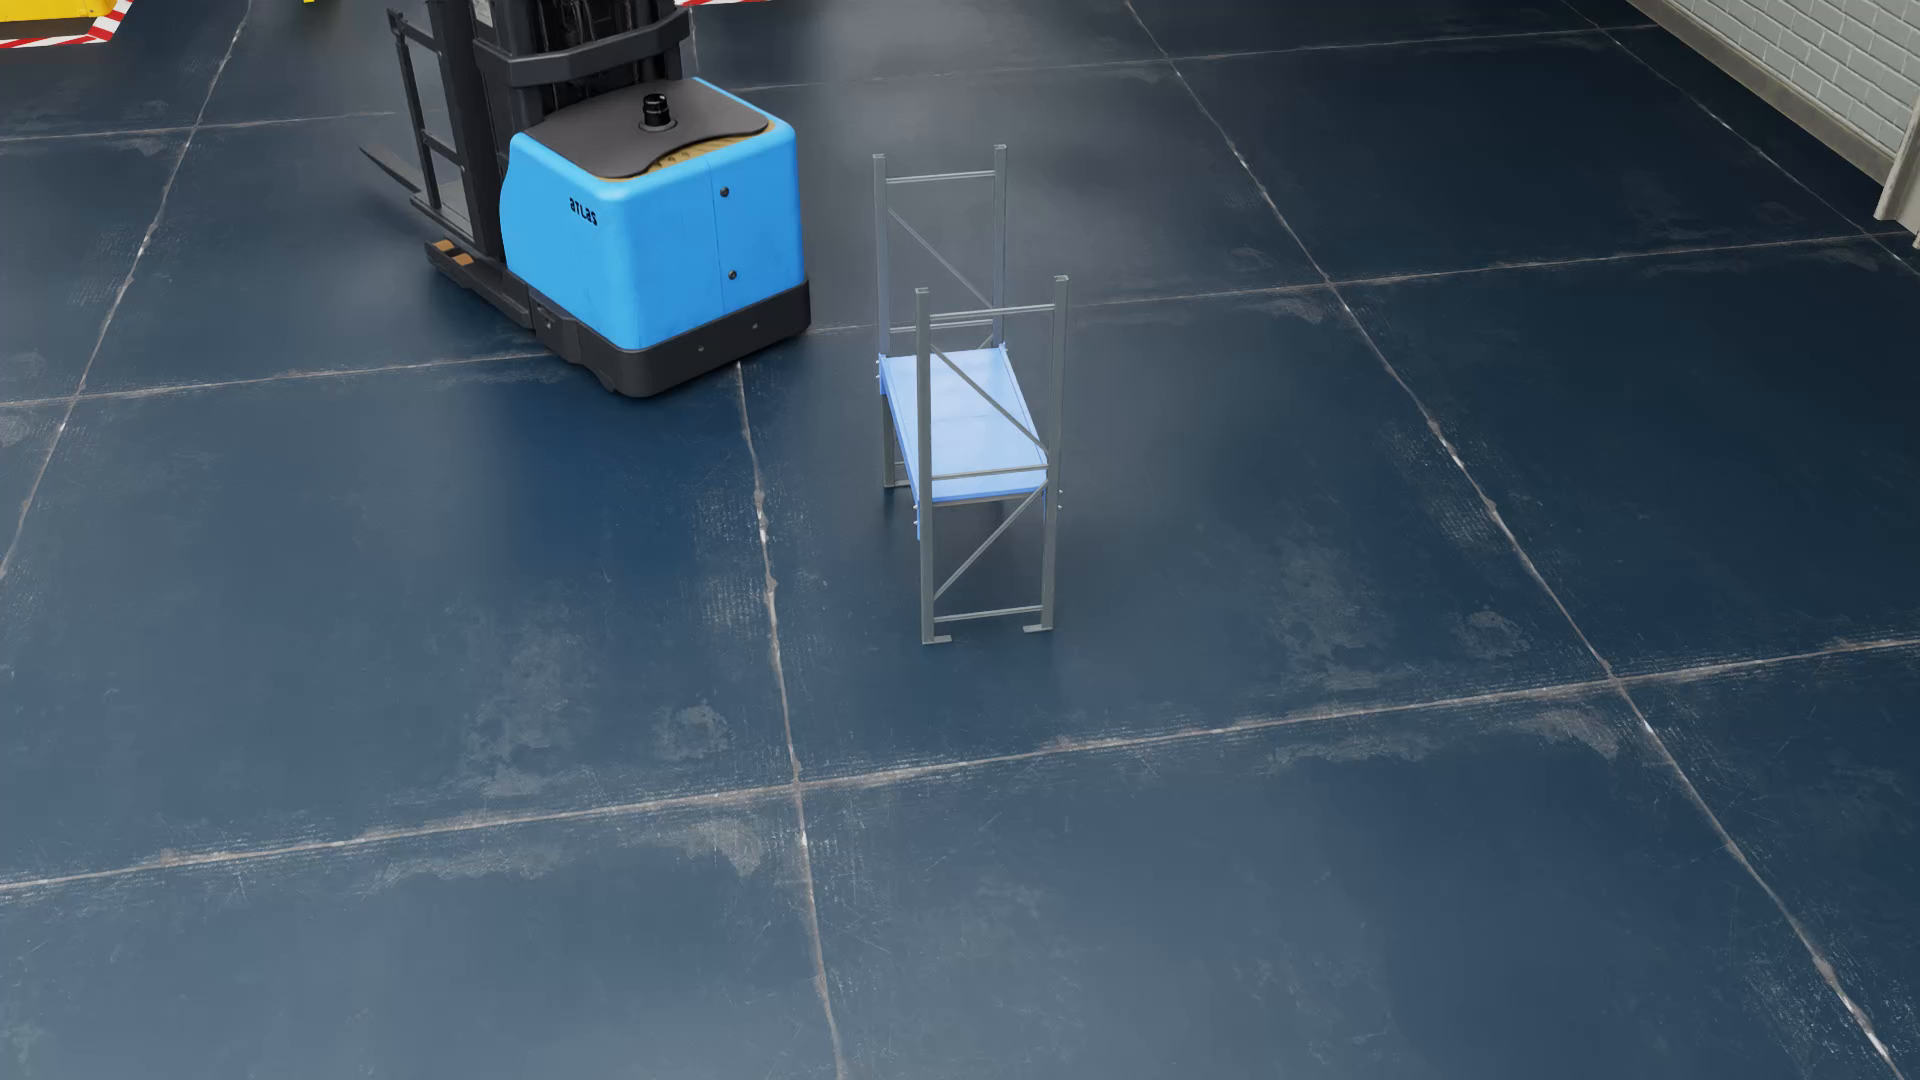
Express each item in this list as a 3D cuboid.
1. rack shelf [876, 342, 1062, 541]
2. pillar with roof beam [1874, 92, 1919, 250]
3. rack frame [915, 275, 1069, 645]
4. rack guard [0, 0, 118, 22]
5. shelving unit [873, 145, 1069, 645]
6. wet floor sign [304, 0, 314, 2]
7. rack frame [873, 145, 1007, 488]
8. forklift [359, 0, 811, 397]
[{"bbox_3d":[0.015,-0.399,6.334,0.538,0.185,1.000,-6,38,-8],"label":"rack shelf"},{"bbox_3d":[0.896,-4.746,5.524,9.100,9.000,0.400,-6,38,-8],"label":"pillar with roof beam"},{"bbox_3d":[0.104,-0.234,5.828,0.500,1.500,0.032,-6,38,-8],"label":"rack frame"},{"bbox_3d":[-6.421,-3.816,11.254,1.175,0.500,0.348,-6,38,-8],"label":"rack guard"},{"bbox_3d":[0.015,-0.541,6.224,0.538,1.500,1.048,-6,38,-8],"label":"shelving unit"},{"bbox_3d":[-4.471,-4.083,11.480,0.267,0.644,0.232,-13,40,-16],"label":"wet floor sign"},{"bbox_3d":[-0.074,-0.848,6.619,0.500,1.500,0.032,-6,38,-8],"label":"rack frame"},{"bbox_3d":[-2.071,-2.618,7.731,1.130,2.935,3.031,-29,46,-32],"label":"forklift"}]
